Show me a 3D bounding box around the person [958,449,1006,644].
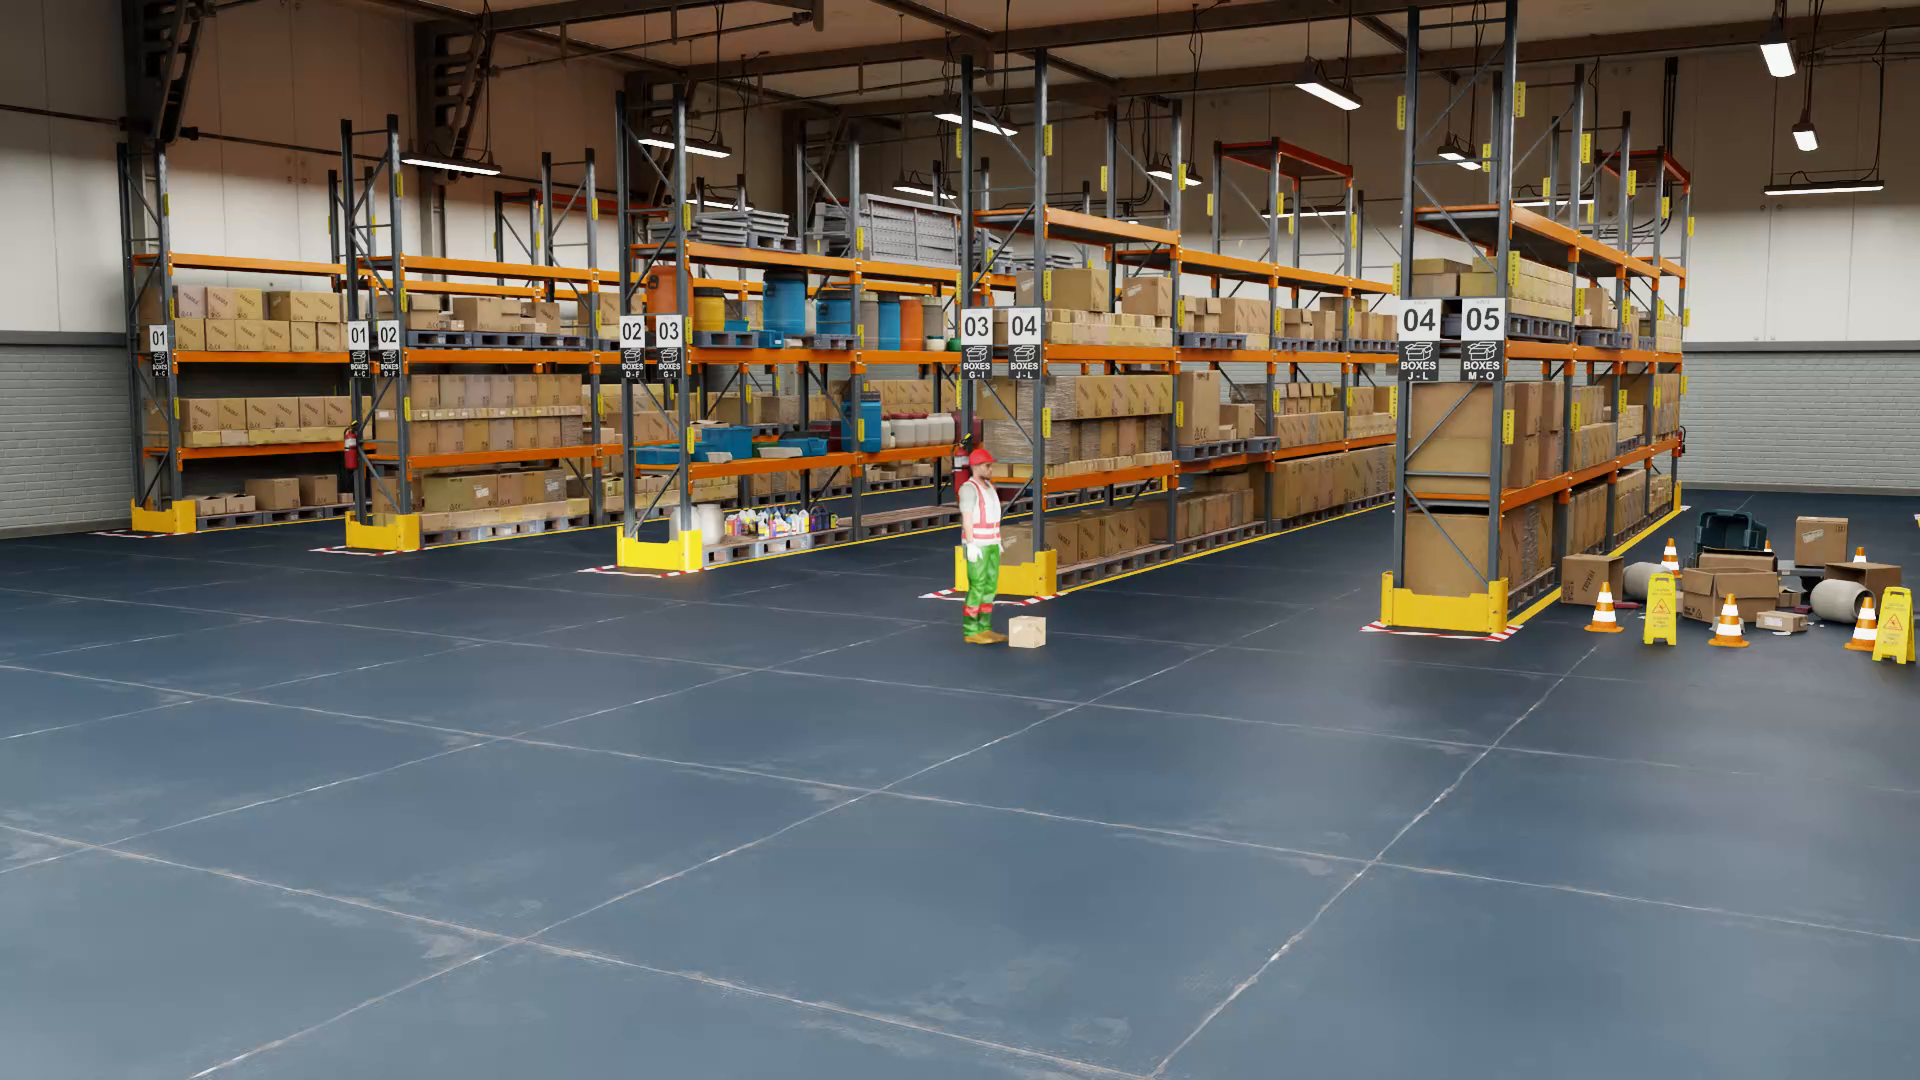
[{"bbox_3d":[0.210,0.054,15.416,0.354,1.789,0.525,3,7,30],"label":"person"}]
